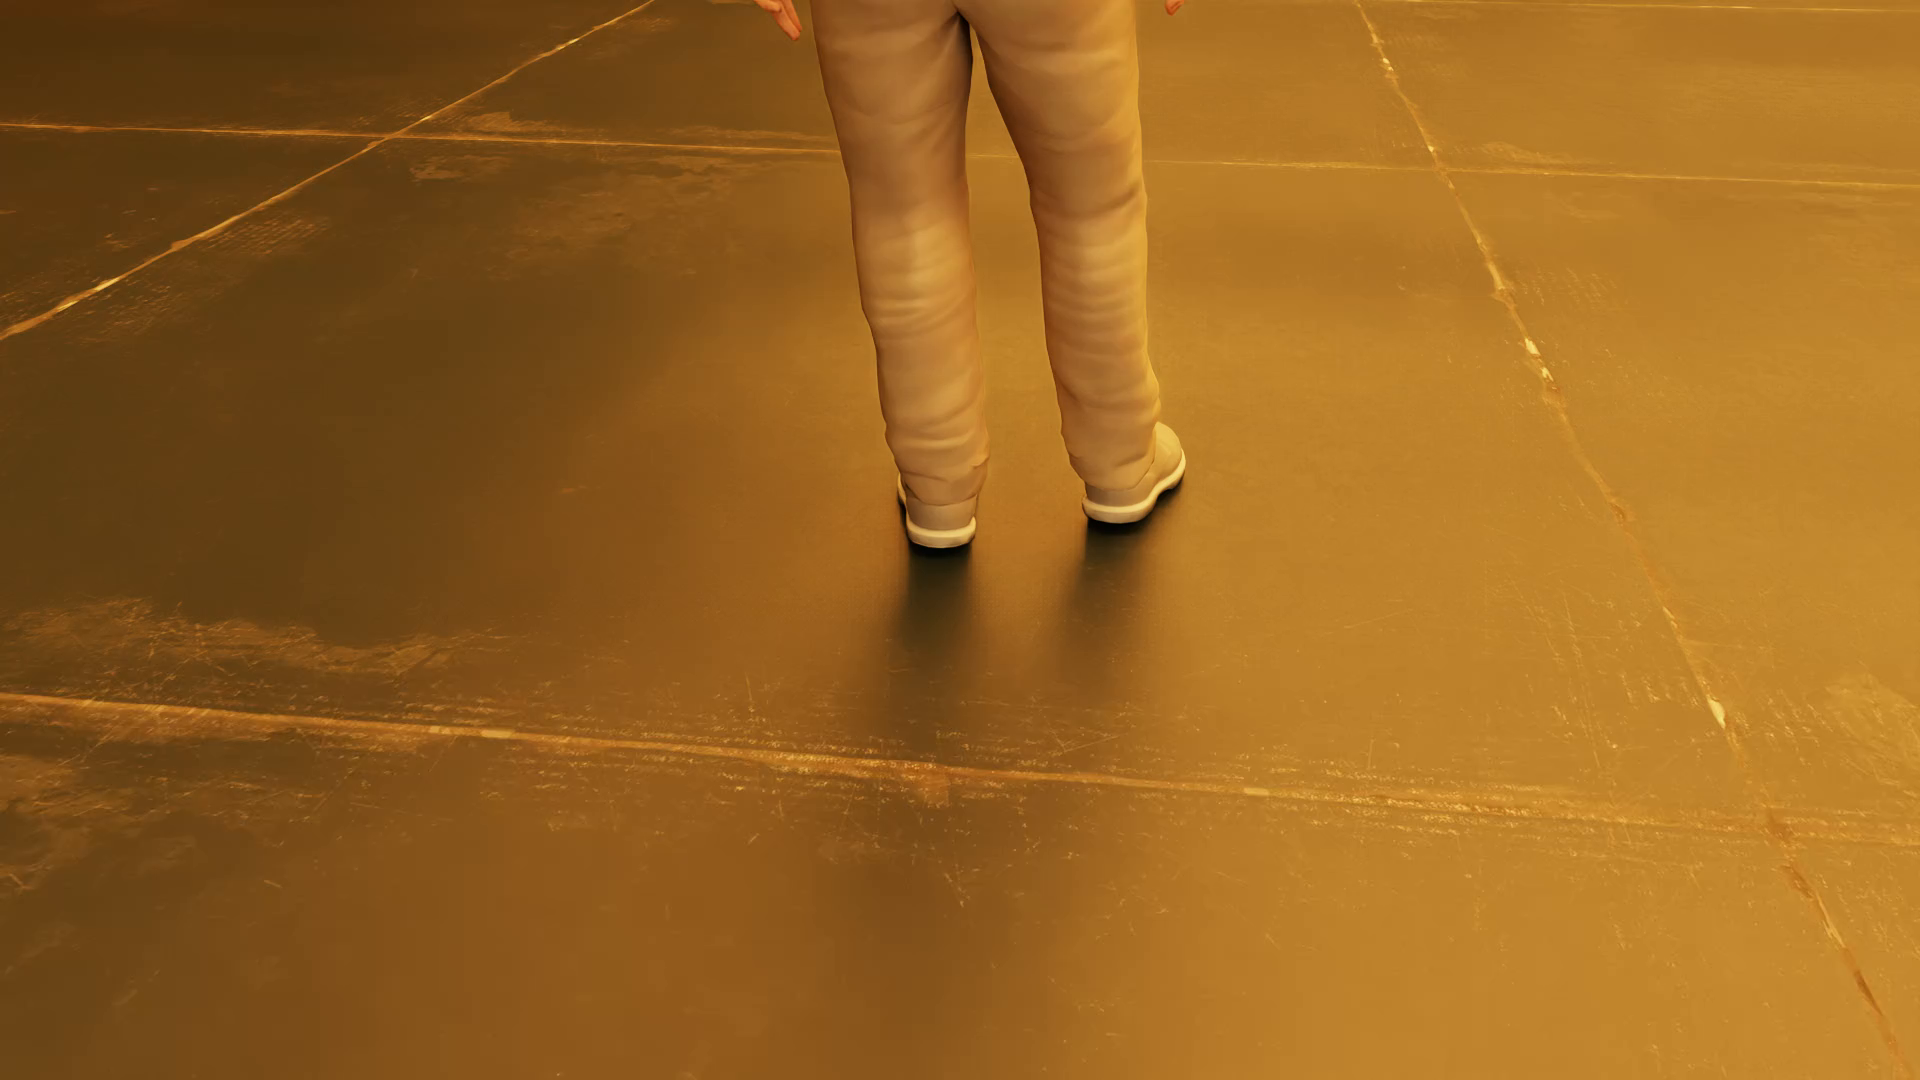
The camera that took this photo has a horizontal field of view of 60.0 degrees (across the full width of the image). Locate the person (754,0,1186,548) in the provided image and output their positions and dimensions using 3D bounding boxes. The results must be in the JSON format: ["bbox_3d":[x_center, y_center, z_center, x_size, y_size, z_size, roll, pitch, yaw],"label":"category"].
[{"bbox_3d":[0.023,-0.820,2.189,0.641,1.728,0.550,3,27,7],"label":"person"}]
